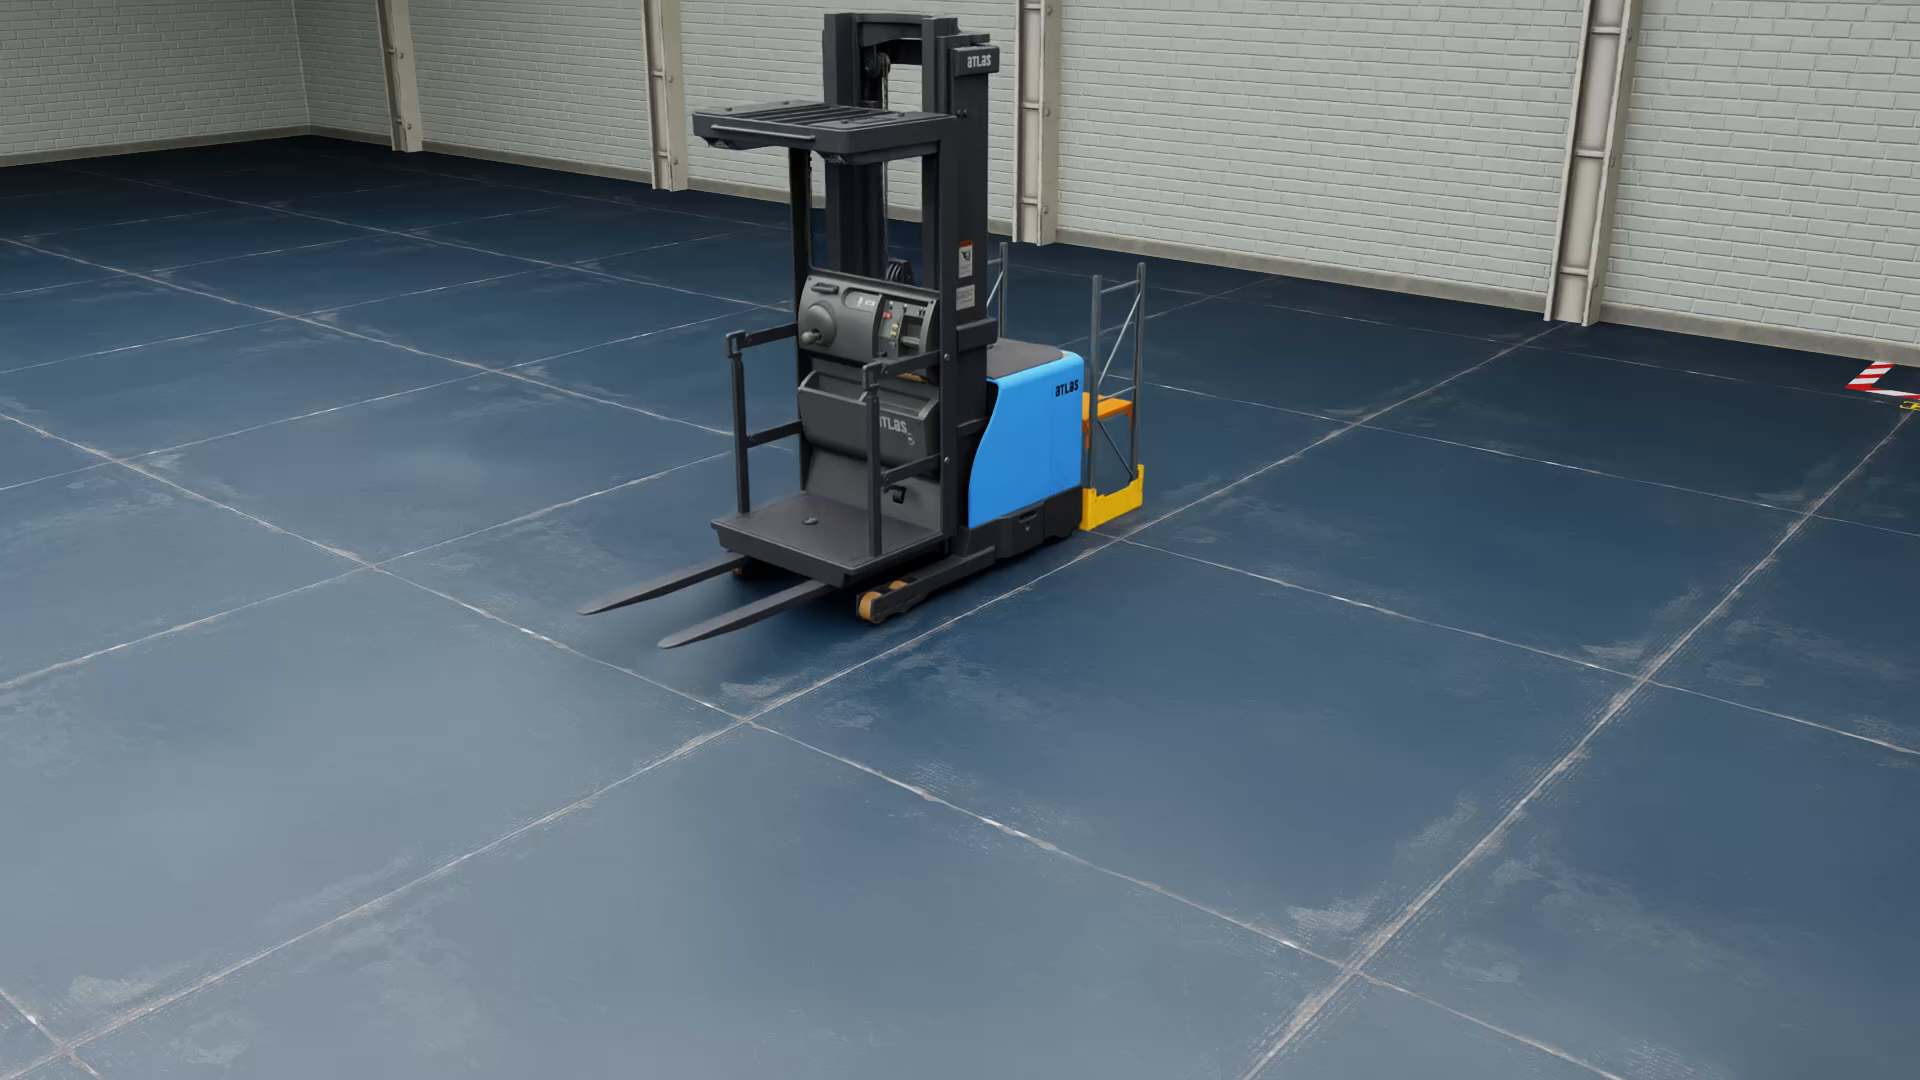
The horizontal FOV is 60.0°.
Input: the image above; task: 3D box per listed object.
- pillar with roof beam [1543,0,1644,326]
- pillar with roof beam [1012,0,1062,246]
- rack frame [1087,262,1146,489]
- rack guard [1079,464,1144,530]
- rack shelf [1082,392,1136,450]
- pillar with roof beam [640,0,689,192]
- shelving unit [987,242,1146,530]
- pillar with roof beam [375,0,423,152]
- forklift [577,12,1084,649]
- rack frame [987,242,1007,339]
[{"bbox_3d":[2.753,-5.002,10.179,0.400,9.000,9.100,16,26,36],"label":"pillar with roof beam"},{"bbox_3d":[-1.895,-6.341,13.729,0.400,9.000,9.100,16,26,36],"label":"pillar with roof beam"},{"bbox_3d":[0.916,-0.850,9.797,0.032,1.500,0.500,16,26,36],"label":"rack frame"},{"bbox_3d":[0.915,-0.266,10.018,0.087,0.250,0.587,16,26,36],"label":"rack guard"},{"bbox_3d":[0.521,-0.795,10.160,1.000,0.185,0.538,16,26,36],"label":"rack shelf"},{"bbox_3d":[-6.544,-7.679,17.279,0.400,9.000,9.100,16,26,36],"label":"pillar with roof beam"},{"bbox_3d":[0.528,-0.961,10.091,1.083,1.500,0.587,16,26,36],"label":"shelving unit"},{"bbox_3d":[-11.192,-9.018,20.829,0.400,9.000,9.100,16,26,36],"label":"pillar with roof beam"},{"bbox_3d":[-0.628,-1.141,8.539,1.130,2.935,3.031,17,27,38],"label":"forklift"},{"bbox_3d":[0.126,-1.076,10.395,0.032,1.500,0.500,16,26,36],"label":"rack frame"}]
